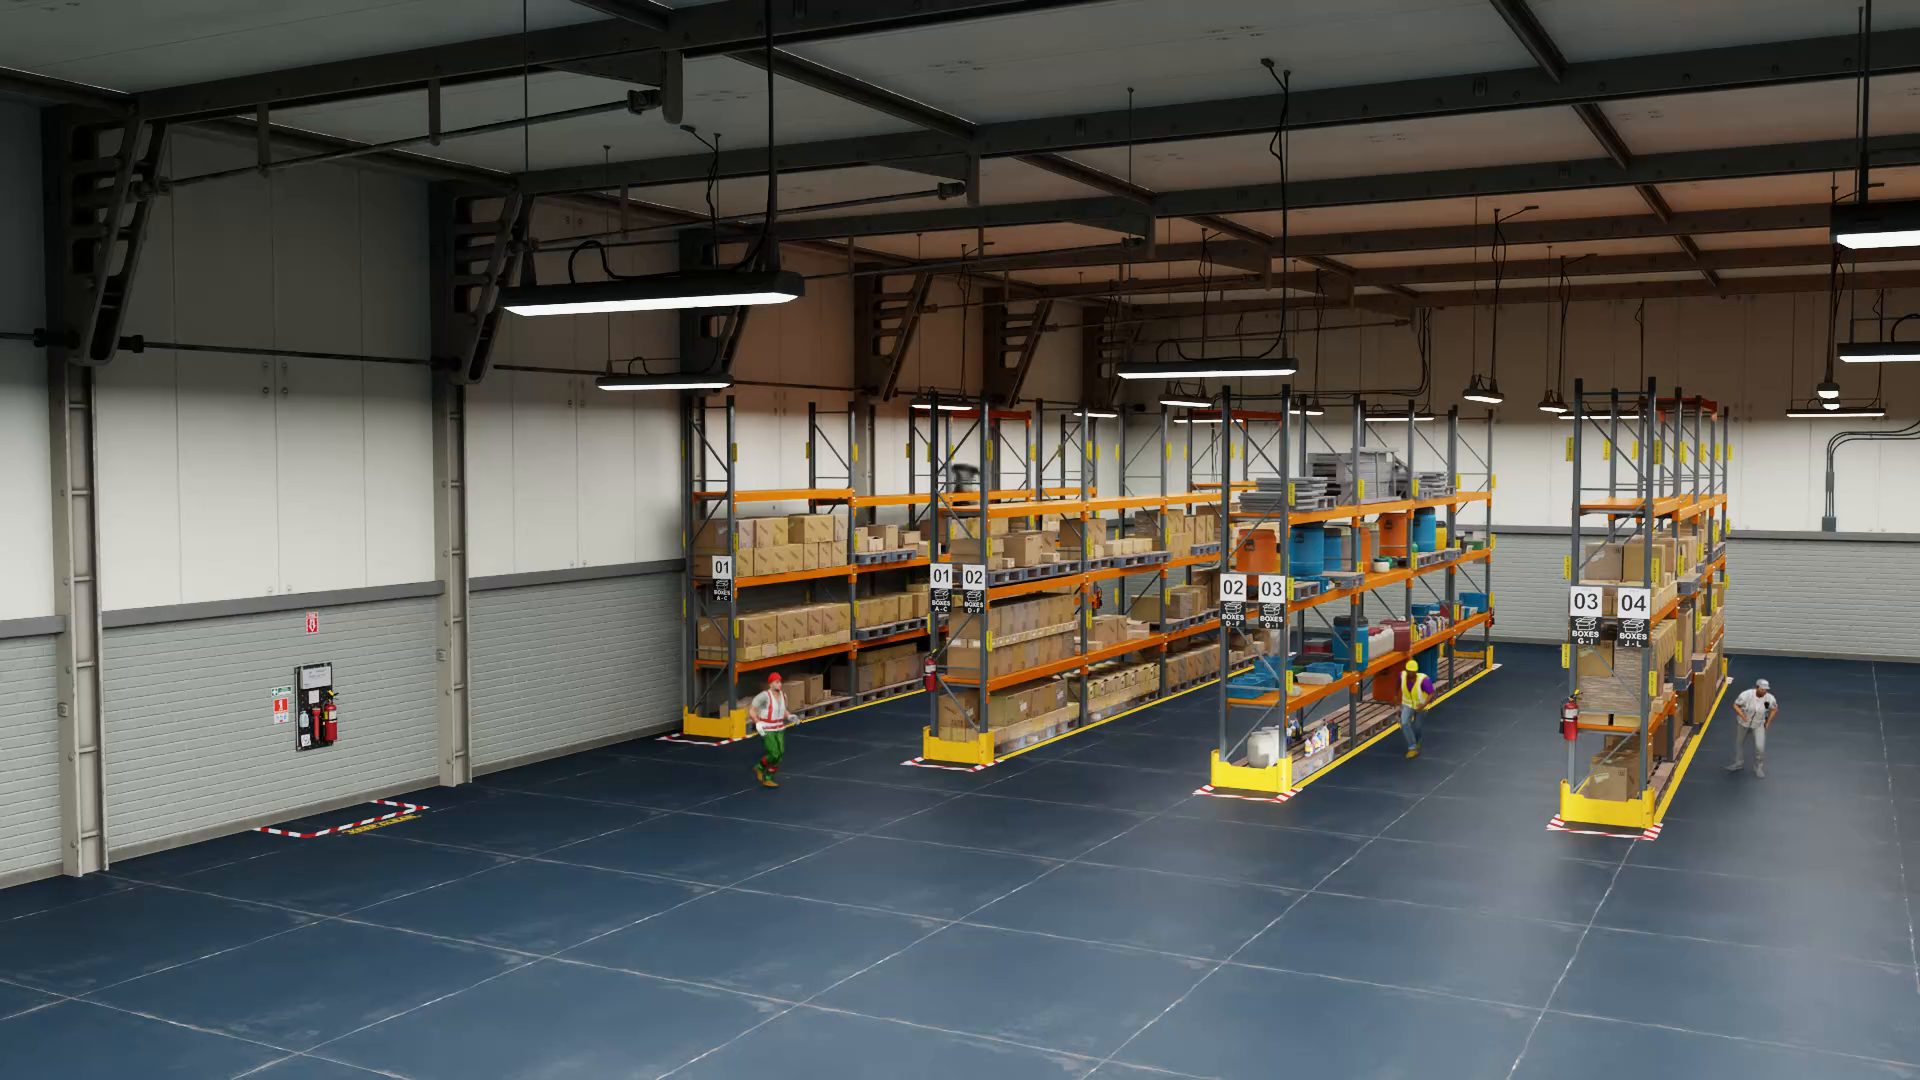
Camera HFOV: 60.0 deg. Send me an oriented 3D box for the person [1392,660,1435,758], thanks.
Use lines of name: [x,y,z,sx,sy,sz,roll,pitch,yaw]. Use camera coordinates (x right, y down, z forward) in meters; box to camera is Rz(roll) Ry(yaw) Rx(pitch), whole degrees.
person: [7.501,2.733,27.413,0.722,1.610,1.095,2,3,28]

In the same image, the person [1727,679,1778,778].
person: [12.325,2.903,25.876,0.702,1.556,0.782,2,3,29]

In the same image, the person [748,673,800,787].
person: [-2.792,2.835,24.764,0.684,1.728,0.661,3,4,43]

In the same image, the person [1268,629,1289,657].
person: [6.696,2.352,34.889,0.608,1.625,0.540,3,4,44]
